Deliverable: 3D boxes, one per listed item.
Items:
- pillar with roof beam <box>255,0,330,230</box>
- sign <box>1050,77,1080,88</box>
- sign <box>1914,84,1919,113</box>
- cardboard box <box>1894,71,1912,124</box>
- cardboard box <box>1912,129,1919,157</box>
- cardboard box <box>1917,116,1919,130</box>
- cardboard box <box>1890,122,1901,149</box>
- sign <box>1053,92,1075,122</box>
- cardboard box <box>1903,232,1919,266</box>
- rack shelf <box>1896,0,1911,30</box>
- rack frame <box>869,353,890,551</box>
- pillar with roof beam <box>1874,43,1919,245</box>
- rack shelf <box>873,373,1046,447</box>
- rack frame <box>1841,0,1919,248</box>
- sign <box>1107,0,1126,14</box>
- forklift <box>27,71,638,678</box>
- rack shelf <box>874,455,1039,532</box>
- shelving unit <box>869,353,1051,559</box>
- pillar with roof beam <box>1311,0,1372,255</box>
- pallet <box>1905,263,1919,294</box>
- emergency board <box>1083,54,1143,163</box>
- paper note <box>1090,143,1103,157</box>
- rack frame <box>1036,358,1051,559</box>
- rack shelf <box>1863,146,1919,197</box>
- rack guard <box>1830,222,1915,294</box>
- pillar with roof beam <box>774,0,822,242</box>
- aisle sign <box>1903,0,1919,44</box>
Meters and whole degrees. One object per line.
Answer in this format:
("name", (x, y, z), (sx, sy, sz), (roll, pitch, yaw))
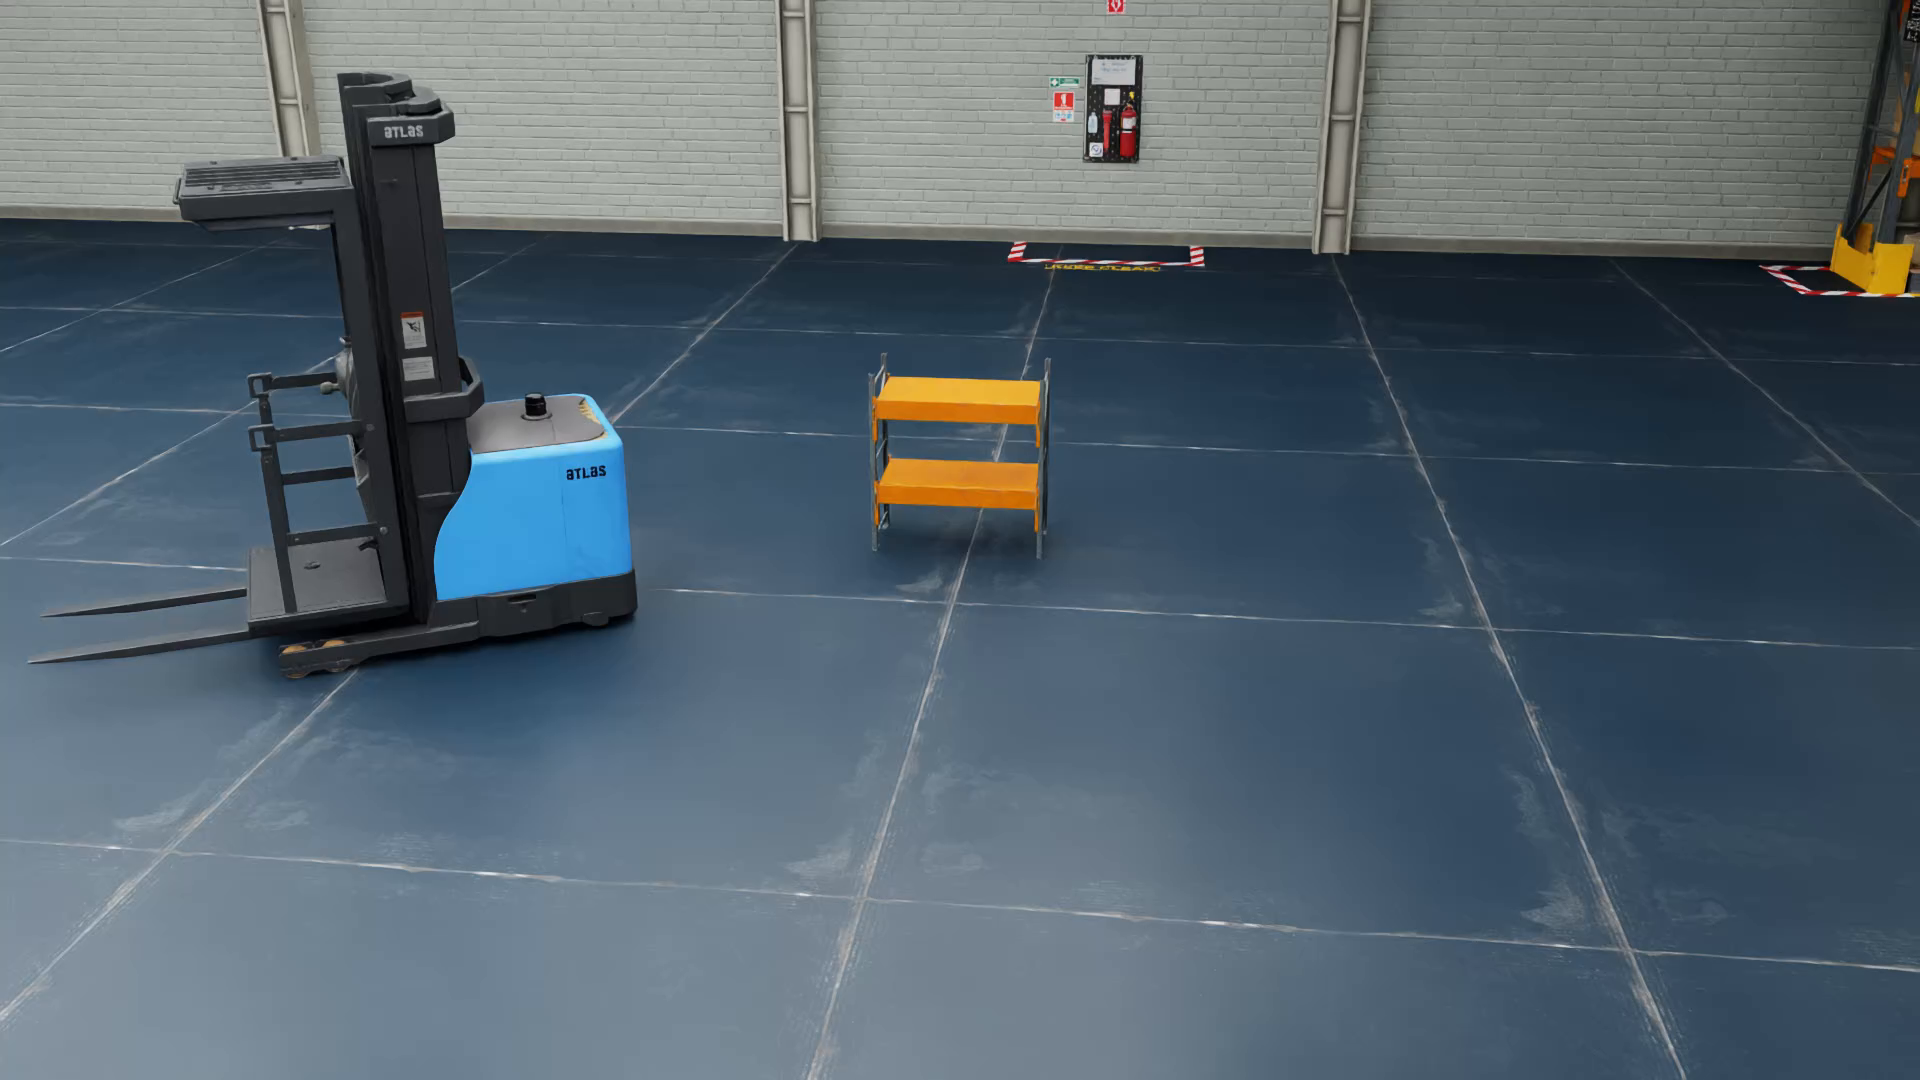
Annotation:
("pillar with roof beam", (-8.283, -6.359, 14.286), (0.400, 9.000, 9.100), (2, 22, 6))
("sign", (1.157, -5.064, 18.400), (0.331, 0.109, 0.001), (2, 22, 6))
("sign", (9.238, -4.281, 16.012), (0.005, 0.325, 0.100), (2, 22, 6))
("cardboard box", (9.795, -4.422, 16.703), (0.500, 0.500, 0.500), (2, 22, 6))
("cardboard box", (9.749, -3.879, 16.349), (0.500, 0.250, 0.500), (2, 22, 5))
("cardboard box", (9.741, -4.235, 16.228), (0.500, 0.500, 0.500), (3, 22, 6))
("cardboard box", (9.789, -4.067, 16.824), (0.500, 0.250, 0.500), (3, 22, 7))
("sign", (1.154, -4.821, 18.506), (0.234, 0.329, 0.001), (2, 22, 6))
("cardboard box", (9.978, -2.968, 16.927), (0.500, 0.311, 0.500), (0, 22, 0))
("rack shelf", (11.288, -5.051, 16.034), (4.000, 0.370, 1.077), (2, 22, 6))
("rack frame", (-0.498, -0.545, 10.288), (0.032, 1.125, 0.500), (2, 22, 6))
("pillar with roof beam", (9.592, -5.581, 12.316), (0.400, 9.000, 9.100), (2, 22, 6))
("rack shelf", (0.007, -0.795, 10.125), (1.000, 0.278, 0.538), (2, 22, 6))
("rack frame", (9.302, -4.077, 16.672), (0.127, 3.000, 1.000), (2, 22, 6))
("sign", (1.695, -5.858, 18.023), (0.199, 0.298, 0.001), (2, 22, 6))
("forklift", (-3.369, -0.866, 8.643), (3.031, 2.935, 1.130), (-8, 23, -20))
("rack shelf", (0.007, -0.295, 10.322), (1.000, 0.278, 0.538), (2, 22, 6))
("shelving unit", (0.007, -0.523, 10.232), (1.048, 1.125, 0.538), (2, 22, 6))
("pillar with roof beam", (3.634, -5.840, 12.972), (0.400, 9.000, 9.100), (2, 22, 6))
("pallet", (10.180, -2.729, 17.055), (1.213, 0.211, 1.003), (2, 22, 6))
("emergency board", (1.691, -4.743, 18.357), (0.643, 1.169, 0.194), (2, 22, 6))
("paper note", (1.523, -4.366, 18.602), (0.142, 0.148, 0.016), (2, 22, 6))
("rack frame", (0.512, -0.501, 10.177), (0.032, 1.125, 0.500), (2, 22, 6))
("rack shelf", (11.288, -3.656, 16.585), (4.000, 0.370, 1.077), (2, 22, 6))
("rack guard", (9.377, -2.911, 17.123), (0.348, 0.500, 1.175), (2, 22, 6))
("pillar with roof beam", (-2.324, -6.100, 13.629), (0.400, 9.000, 9.100), (2, 22, 6))
("aisle sign", (9.195, -5.179, 15.925), (0.004, 0.787, 0.394), (2, 22, 6))
